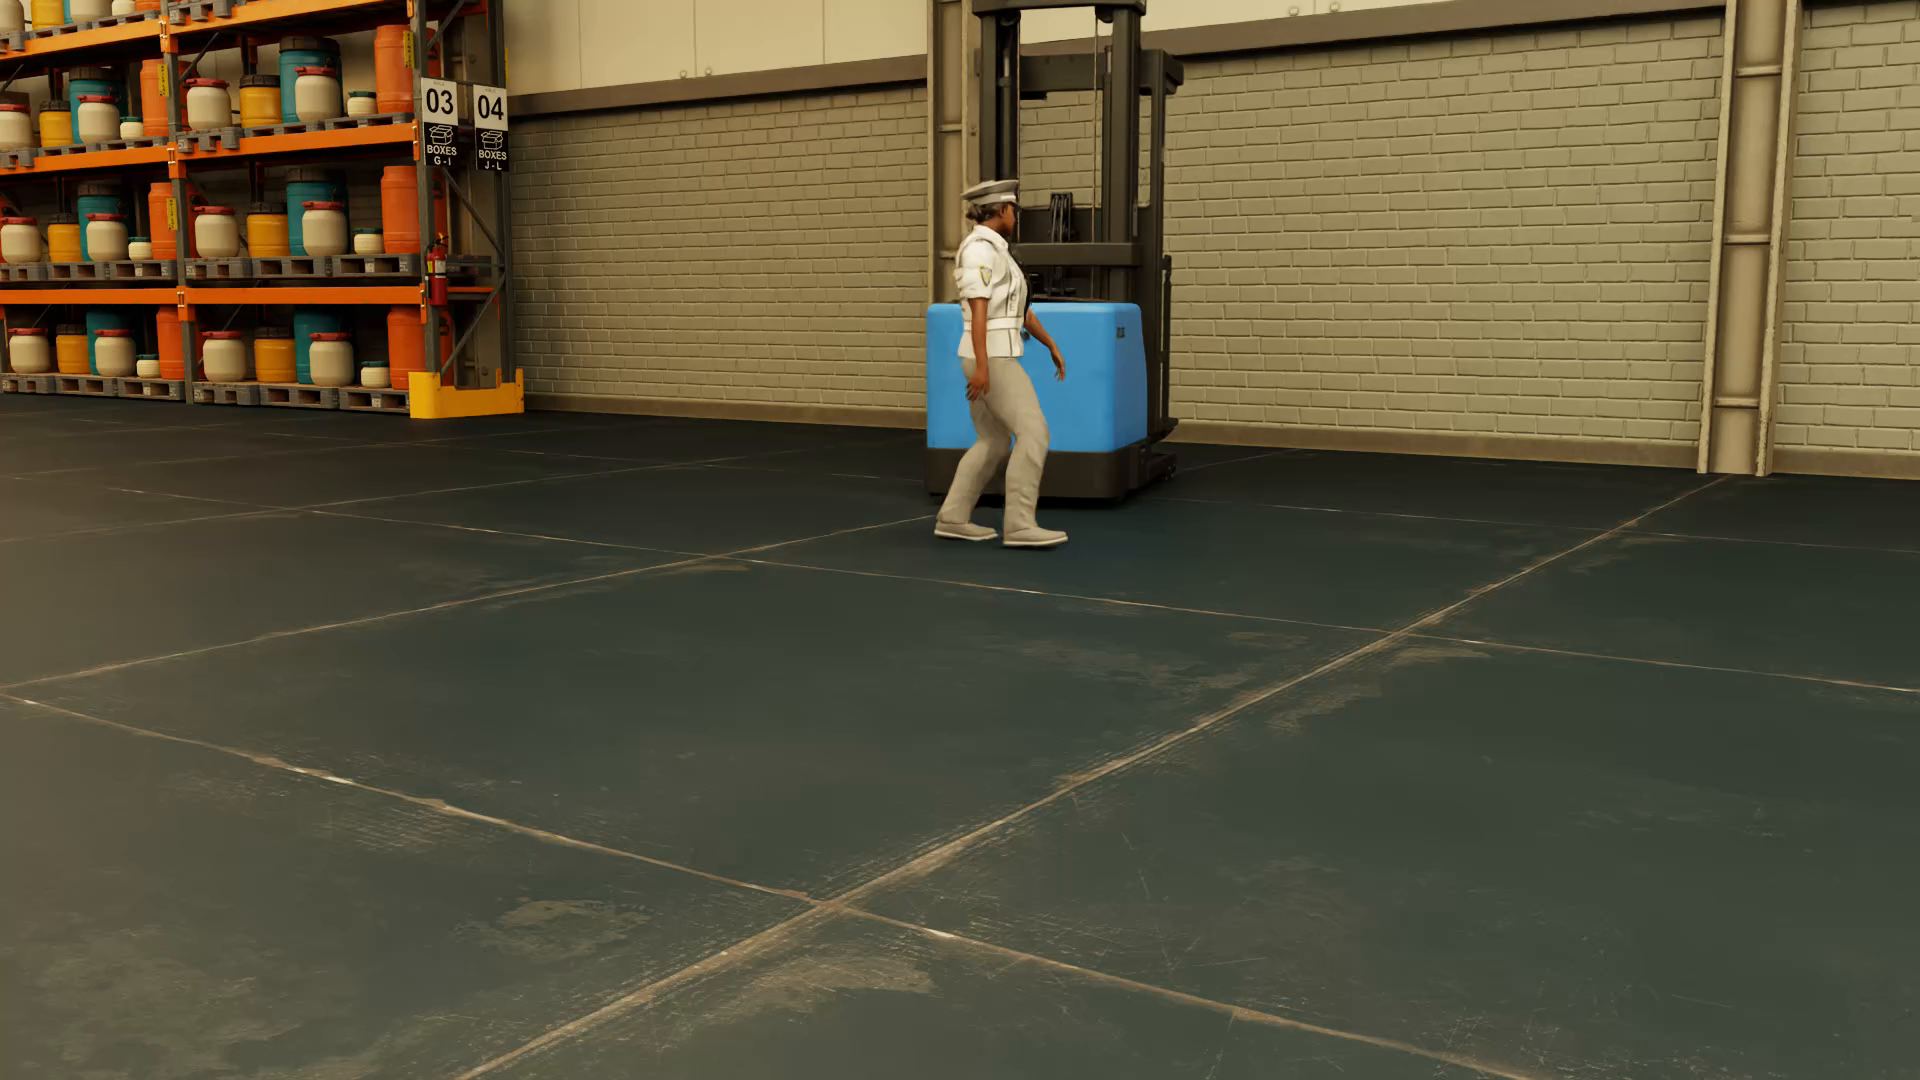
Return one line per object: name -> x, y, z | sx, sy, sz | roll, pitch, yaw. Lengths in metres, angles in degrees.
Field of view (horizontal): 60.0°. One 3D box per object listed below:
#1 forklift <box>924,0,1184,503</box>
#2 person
forklift -> 0.715, -1.817, 9.968 | 1.130, 2.935, 3.031 | 2, 8, 16
person -> 0.183, -0.789, 7.430 | 0.605, 1.623, 0.568 | 0, 8, 3
